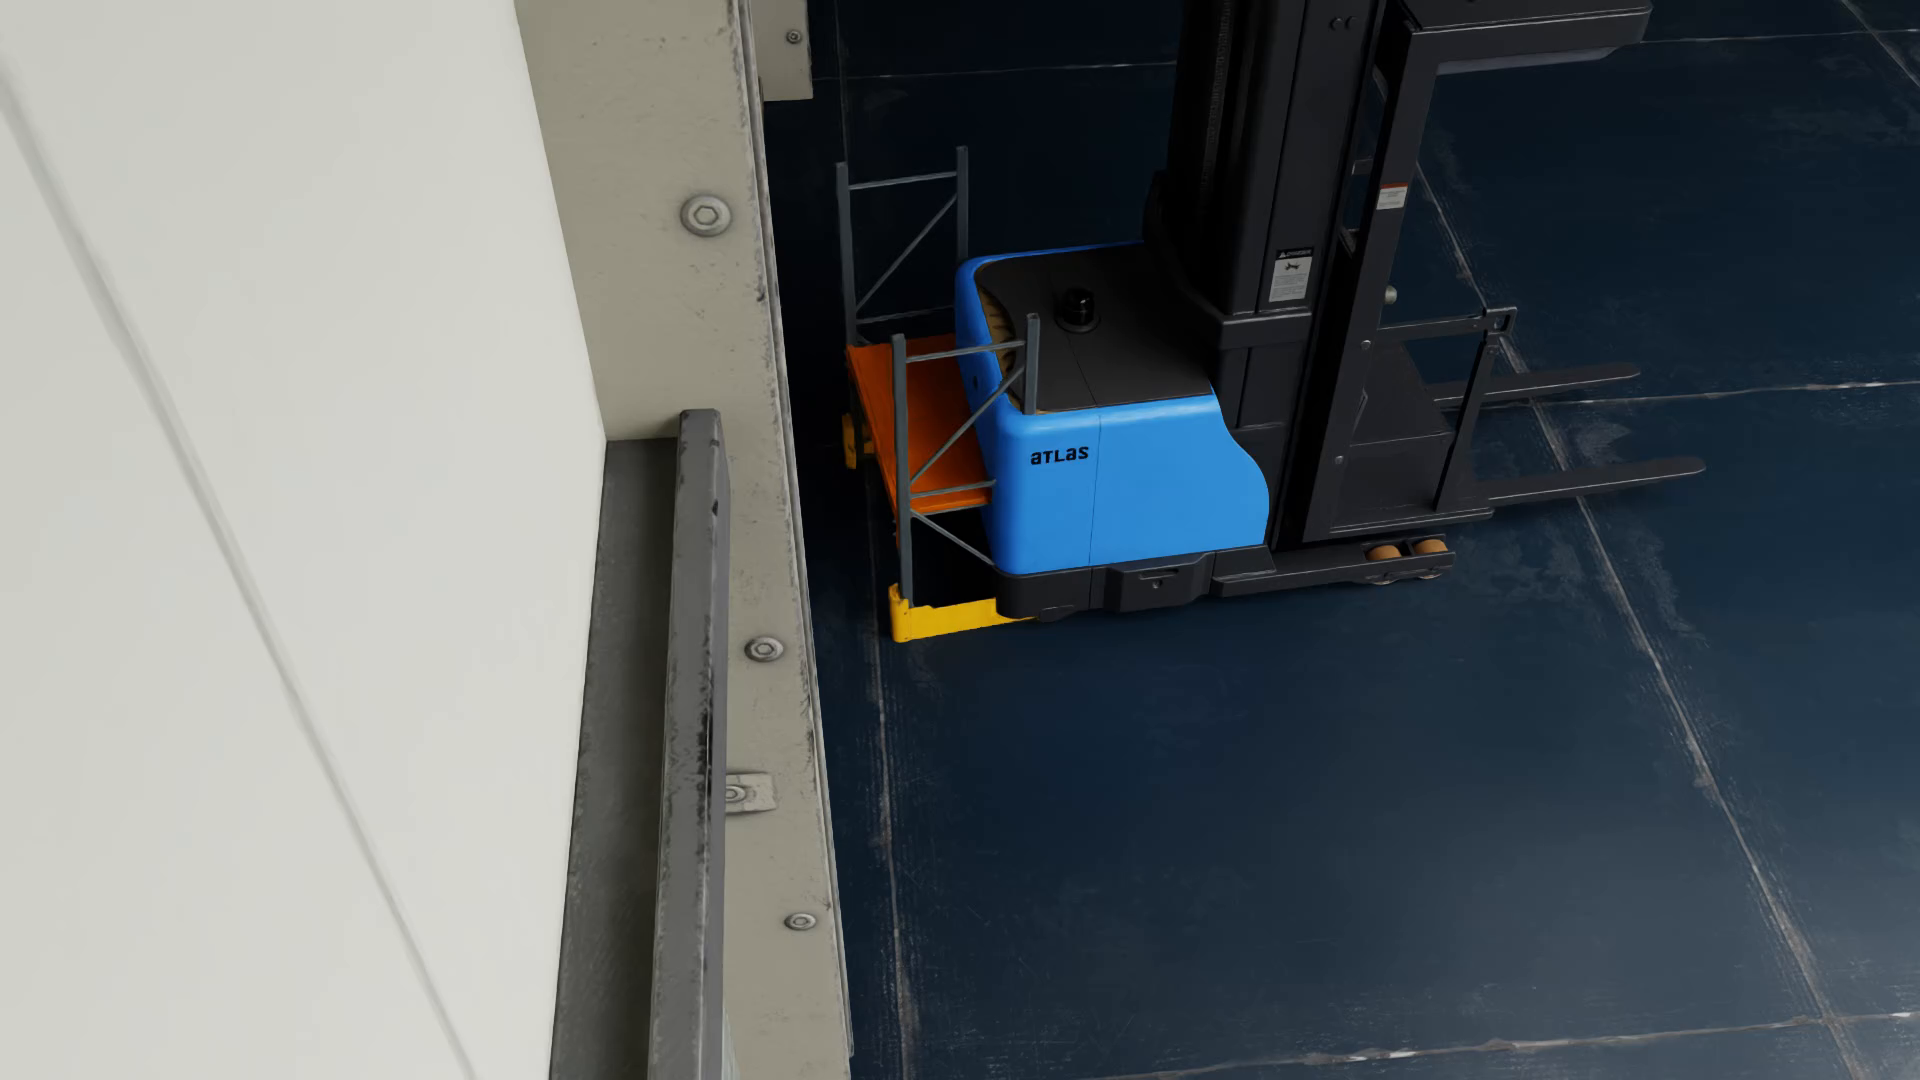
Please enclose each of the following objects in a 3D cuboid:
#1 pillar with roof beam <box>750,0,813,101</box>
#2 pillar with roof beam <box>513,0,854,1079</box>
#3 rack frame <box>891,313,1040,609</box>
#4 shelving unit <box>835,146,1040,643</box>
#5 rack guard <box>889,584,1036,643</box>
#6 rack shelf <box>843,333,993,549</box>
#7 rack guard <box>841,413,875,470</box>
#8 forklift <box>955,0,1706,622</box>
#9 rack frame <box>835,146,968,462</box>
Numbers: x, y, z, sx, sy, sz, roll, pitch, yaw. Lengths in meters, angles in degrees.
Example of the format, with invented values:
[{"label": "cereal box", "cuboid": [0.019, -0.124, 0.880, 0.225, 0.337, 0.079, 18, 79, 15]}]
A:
[{"label": "pillar with roof beam", "cuboid": [3.306, -5.932, 6.307, 9.100, 9.000, 0.400, -3, 47, -3]}, {"label": "pillar with roof beam", "cuboid": [3.809, -1.591, 2.195, 9.100, 9.000, 0.400, -3, 47, -3]}, {"label": "rack frame", "cuboid": [0.018, -0.188, 6.032, 0.500, 1.500, 0.032, -10, 47, -9]}, {"label": "shelving unit", "cuboid": [-0.097, -0.541, 6.366, 0.587, 1.500, 1.083, -10, 47, -9]}, {"label": "rack guard", "cuboid": [0.018, 0.241, 6.486, 0.587, 0.250, 0.087, -10, 47, -9]}, {"label": "rack shelf", "cuboid": [-0.099, -0.424, 6.502, 0.538, 0.185, 1.000, -10, 47, -9]}, {"label": "rack guard", "cuboid": [-0.212, -0.463, 7.153, 0.587, 0.250, 0.087, -10, 47, -9]}, {"label": "forklift", "cuboid": [1.533, -1.201, 6.005, 3.031, 2.935, 1.130, -7, 47, -7]}, {"label": "rack frame", "cuboid": [-0.216, -0.907, 6.712, 0.500, 1.500, 0.032, -10, 47, -9]}]
